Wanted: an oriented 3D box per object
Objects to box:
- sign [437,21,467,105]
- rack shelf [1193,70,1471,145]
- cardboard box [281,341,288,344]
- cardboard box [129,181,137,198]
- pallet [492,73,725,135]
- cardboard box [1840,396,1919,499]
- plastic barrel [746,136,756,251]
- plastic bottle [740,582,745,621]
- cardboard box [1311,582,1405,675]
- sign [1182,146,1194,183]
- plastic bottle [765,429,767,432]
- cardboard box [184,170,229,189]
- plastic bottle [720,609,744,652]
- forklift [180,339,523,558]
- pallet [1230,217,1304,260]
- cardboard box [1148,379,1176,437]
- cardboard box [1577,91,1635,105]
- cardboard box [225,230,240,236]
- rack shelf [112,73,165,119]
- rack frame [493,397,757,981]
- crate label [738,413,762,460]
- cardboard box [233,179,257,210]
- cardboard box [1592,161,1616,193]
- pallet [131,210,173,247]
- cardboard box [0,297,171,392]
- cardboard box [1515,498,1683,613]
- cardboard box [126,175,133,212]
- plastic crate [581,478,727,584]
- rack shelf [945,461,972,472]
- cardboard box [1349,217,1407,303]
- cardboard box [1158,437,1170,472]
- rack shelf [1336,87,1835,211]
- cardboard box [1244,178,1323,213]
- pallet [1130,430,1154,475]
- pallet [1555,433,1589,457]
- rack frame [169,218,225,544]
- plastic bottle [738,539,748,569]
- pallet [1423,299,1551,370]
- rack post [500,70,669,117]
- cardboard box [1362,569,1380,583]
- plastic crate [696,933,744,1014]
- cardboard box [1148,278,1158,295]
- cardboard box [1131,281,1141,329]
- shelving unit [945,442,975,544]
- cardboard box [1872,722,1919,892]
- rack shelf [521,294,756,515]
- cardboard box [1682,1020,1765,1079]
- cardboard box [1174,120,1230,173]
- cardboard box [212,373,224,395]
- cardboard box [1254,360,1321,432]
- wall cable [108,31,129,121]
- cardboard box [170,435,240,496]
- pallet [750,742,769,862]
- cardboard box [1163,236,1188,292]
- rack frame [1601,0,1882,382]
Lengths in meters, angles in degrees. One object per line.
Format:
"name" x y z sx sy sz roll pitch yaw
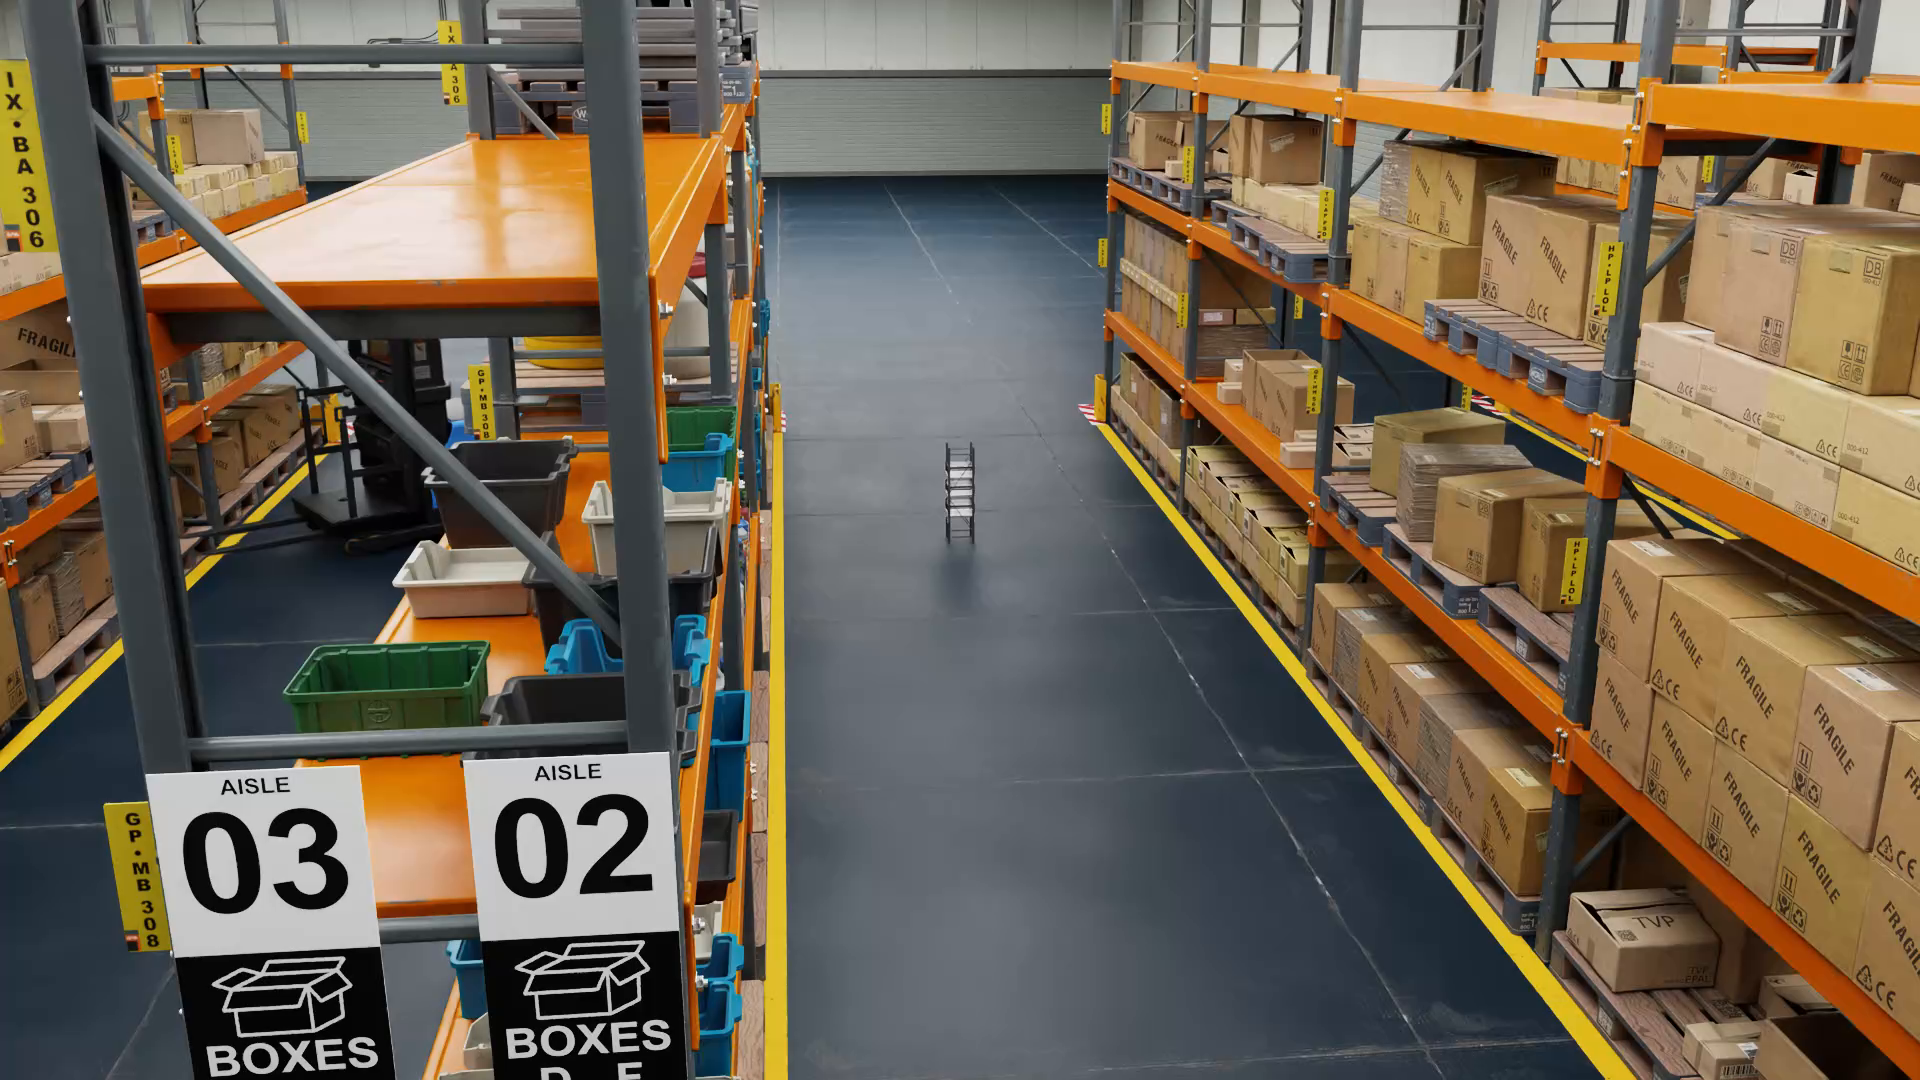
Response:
"sign" -2.029 -1.911 6.664 0.100 0.325 0.005 -2 18 -6
"rack shelf" 2.826 -3.433 13.030 1.077 0.370 4.000 -2 18 -6
"cardboard box" -7.299 -2.167 17.563 0.380 0.149 0.250 -2 18 -6
"cardboard box" -7.491 -3.116 14.744 0.380 0.149 0.250 -2 17 -5
"pallet" -1.598 -1.992 7.555 1.003 0.211 1.213 -2 18 -6
"cardboard box" 3.394 -0.316 5.655 0.500 0.250 0.500 -2 18 -6
"plastic barrel" -1.904 -2.685 12.948 0.600 0.901 0.708 -2 18 -6
"plastic bottle" -1.265 0.337 9.383 0.097 0.271 0.097 0 17 0
"cardboard box" 2.795 0.618 11.712 0.500 0.500 0.500 -1 17 -3
"sign" 2.068 -3.399 15.065 0.100 0.325 0.005 -2 18 -6
"plastic bottle" -2.064 -1.087 17.504 0.061 0.283 0.133 -1 17 -4
"cardboard box" -7.072 -3.364 15.536 0.380 0.149 0.250 -2 18 -7
"plastic bottle" -1.246 0.468 8.958 0.152 0.276 0.135 -2 18 -6
"forklift" -5.463 -1.420 14.881 3.031 2.935 1.130 -14 22 -37
"pallet" 2.756 -2.383 13.139 1.003 0.211 1.213 -1 17 -3
"cardboard box" 2.260 -1.377 17.264 0.500 0.500 0.500 -2 18 -6
"cardboard box" 6.998 -4.586 17.974 0.500 0.500 0.500 -1 17 -4
"cardboard box" -7.286 -2.949 17.303 0.500 0.500 0.500 -2 18 -6
"rack shelf" -7.027 -3.128 12.059 1.077 0.370 4.000 -2 18 -6
"rack frame" -1.482 0.835 7.583 1.000 3.000 0.127 -2 18 -6
"crate label" -1.728 -0.678 12.344 0.502 0.435 0.616 -2 18 -6
"cardboard box" -7.188 -3.360 16.187 0.500 0.250 0.500 -2 18 -7
"cardboard box" 7.074 -3.953 17.625 0.500 0.500 0.500 -1 17 -2
"pallet" -7.276 -2.550 13.671 1.213 0.211 1.003 -2 18 -6
"cardboard box" -7.291 -1.641 13.768 1.000 1.000 1.000 -2 18 -5
"cardboard box" 3.485 0.084 9.107 0.700 0.500 0.500 1 17 3
"cardboard box" -7.284 -2.933 13.705 0.797 0.503 0.637 -3 18 -8
"plastic crate" -0.991 -0.018 5.490 0.437 0.282 0.530 -2 18 -6
"rack shelf" 0.001 -0.653 15.037 0.258 0.077 0.200 -2 18 -6
"cardboard box" 3.111 -1.859 10.988 0.910 0.500 0.500 -2 18 -6
"cardboard box" 2.313 -0.870 16.902 0.500 0.250 0.500 -2 18 -6
"rack shelf" 3.239 -2.241 9.234 1.077 0.370 4.000 -2 18 -6
"cardboard box" 2.734 -2.913 14.063 0.500 0.250 0.500 -3 18 -11
"pallet" 2.451 -0.973 17.996 1.003 0.211 1.213 -2 18 -6
"pallet" 7.314 -1.088 18.362 1.003 0.211 1.213 -2 18 -6
"rack frame" -7.234 -1.396 14.688 1.000 3.000 0.127 -2 18 -6
"plastic bottle" -1.361 0.094 10.275 0.097 0.201 0.097 0 17 0
"pallet" 3.338 -1.164 9.256 1.213 0.211 1.003 -2 18 -6
"rack post" -1.817 -2.388 8.668 0.937 0.300 0.954 0 17 0
"cardboard box" 3.271 0.170 12.654 0.500 0.311 0.500 -1 17 -4
"plastic crate" -0.934 1.512 5.605 0.416 0.233 0.300 -2 18 -6
"cardboard box" 2.192 -2.668 17.491 0.380 0.149 0.250 -2 18 -5
"cardboard box" 2.302 -2.644 18.498 0.700 0.500 0.500 -1 17 -4
"shelving unit" 0.001 -0.427 15.108 0.258 0.900 0.210 -2 18 -6
"cardboard box" 3.427 0.921 5.473 0.500 0.500 0.500 -1 17 -4
"rack shelf" -1.688 -0.849 9.140 1.077 0.370 4.000 -2 18 -6
"cardboard box" 3.373 2.214 7.186 0.380 0.166 0.250 -2 18 -6
"cardboard box" 2.576 -3.943 16.686 0.797 0.503 0.637 0 17 0
"cardboard box" -6.969 -1.424 15.198 0.380 0.149 0.250 -2 18 -6
"cardboard box" 2.789 -1.213 13.939 0.500 0.500 0.500 -2 18 -6
"wall cable" -25.348 -13.129 47.230 3.097 2.526 0.112 -2 18 -6
"cardboard box" -7.302 -0.694 15.926 0.500 0.500 0.500 4 18 12
"pallet" -1.649 1.570 9.898 1.003 0.211 1.213 -2 18 -6
"cardboard box" 2.464 -2.799 16.825 0.700 0.500 0.500 -2 18 -6
"rack frame" 3.445 -2.179 7.169 1.000 3.000 0.127 -2 18 -6
